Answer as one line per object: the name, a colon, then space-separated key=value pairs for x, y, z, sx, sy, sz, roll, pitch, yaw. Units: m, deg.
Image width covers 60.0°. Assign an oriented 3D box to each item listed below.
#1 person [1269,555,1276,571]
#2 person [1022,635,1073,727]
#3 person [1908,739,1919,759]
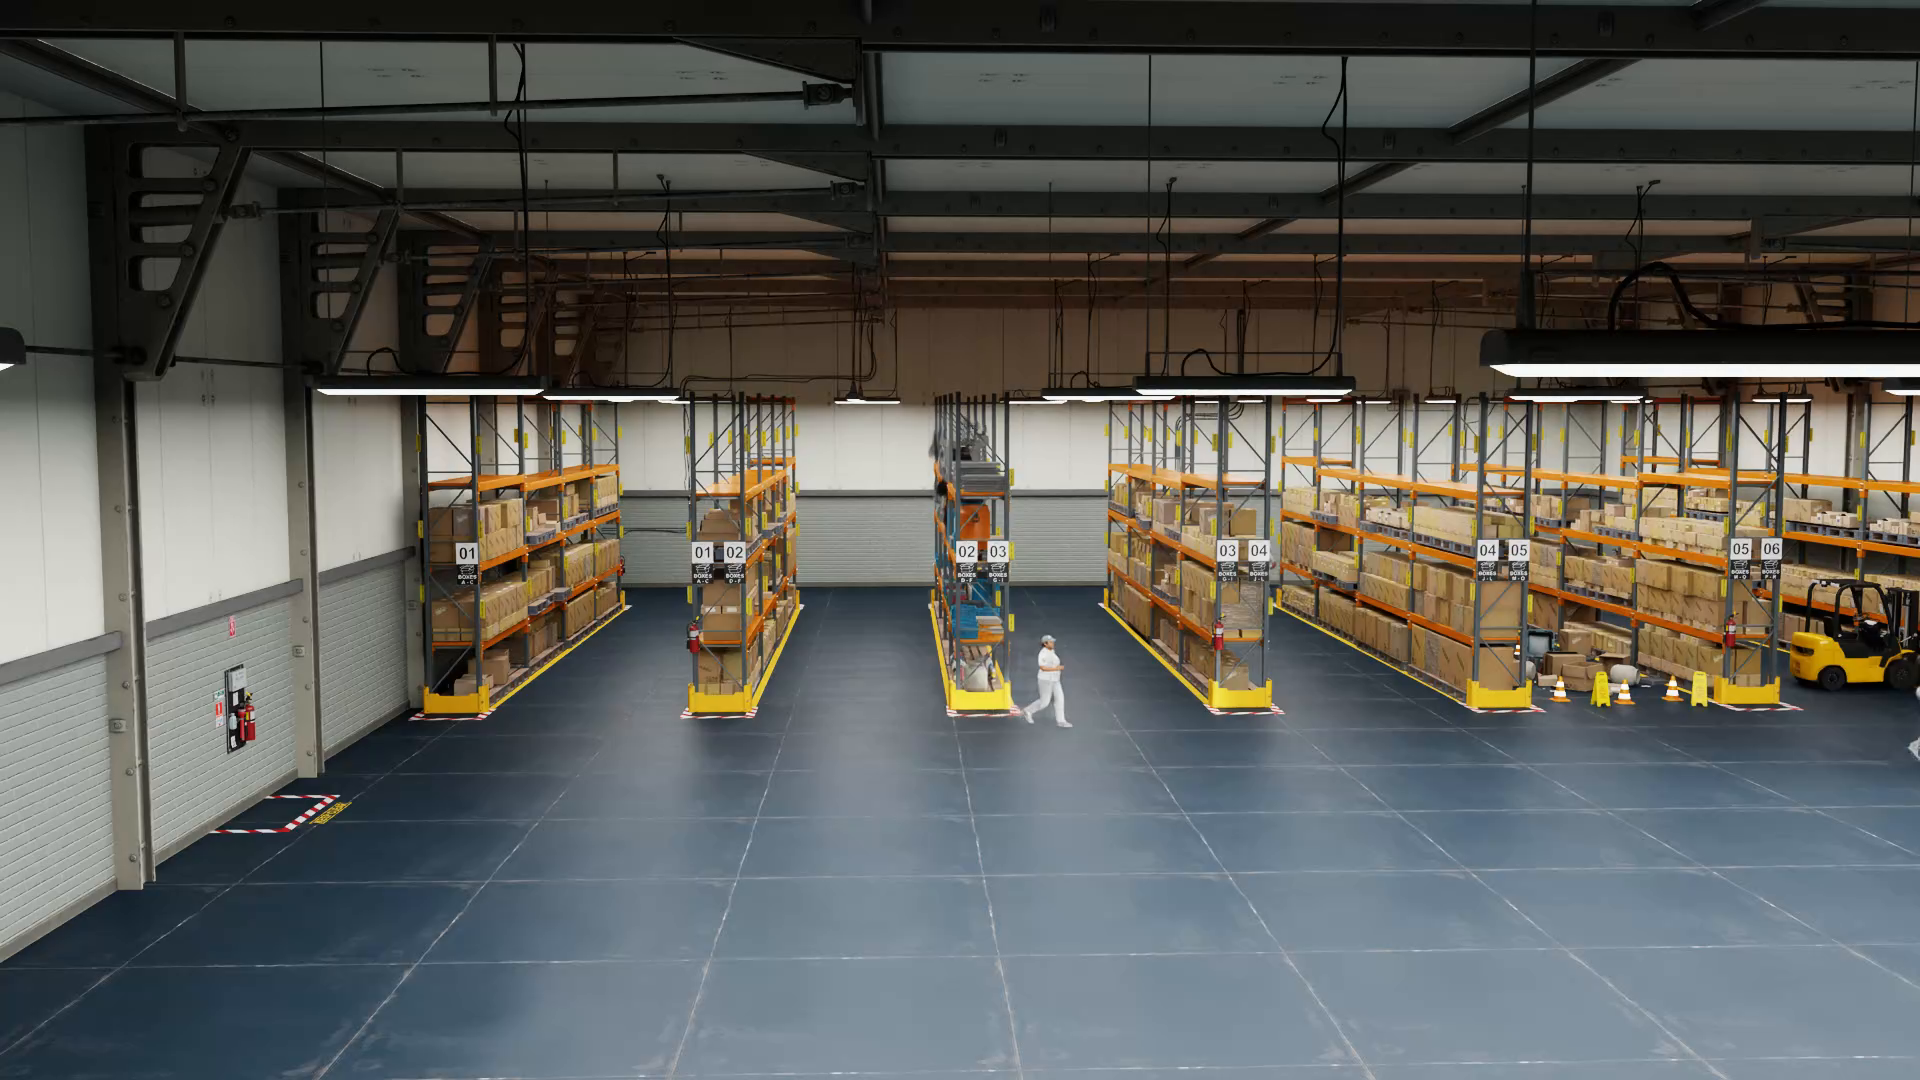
person: x=8.756 y=0.980 z=48.389 sx=0.584 sy=1.724 sz=0.721 roll=-3 pitch=5 yaw=-34
person: x=1.568 y=2.512 z=29.669 sx=0.906 sy=1.639 sz=0.621 roll=2 pitch=5 yaw=26
person: x=15.401 y=2.741 z=26.229 sx=0.659 sy=1.799 sz=0.821 roll=-3 pitch=5 yaw=-33
